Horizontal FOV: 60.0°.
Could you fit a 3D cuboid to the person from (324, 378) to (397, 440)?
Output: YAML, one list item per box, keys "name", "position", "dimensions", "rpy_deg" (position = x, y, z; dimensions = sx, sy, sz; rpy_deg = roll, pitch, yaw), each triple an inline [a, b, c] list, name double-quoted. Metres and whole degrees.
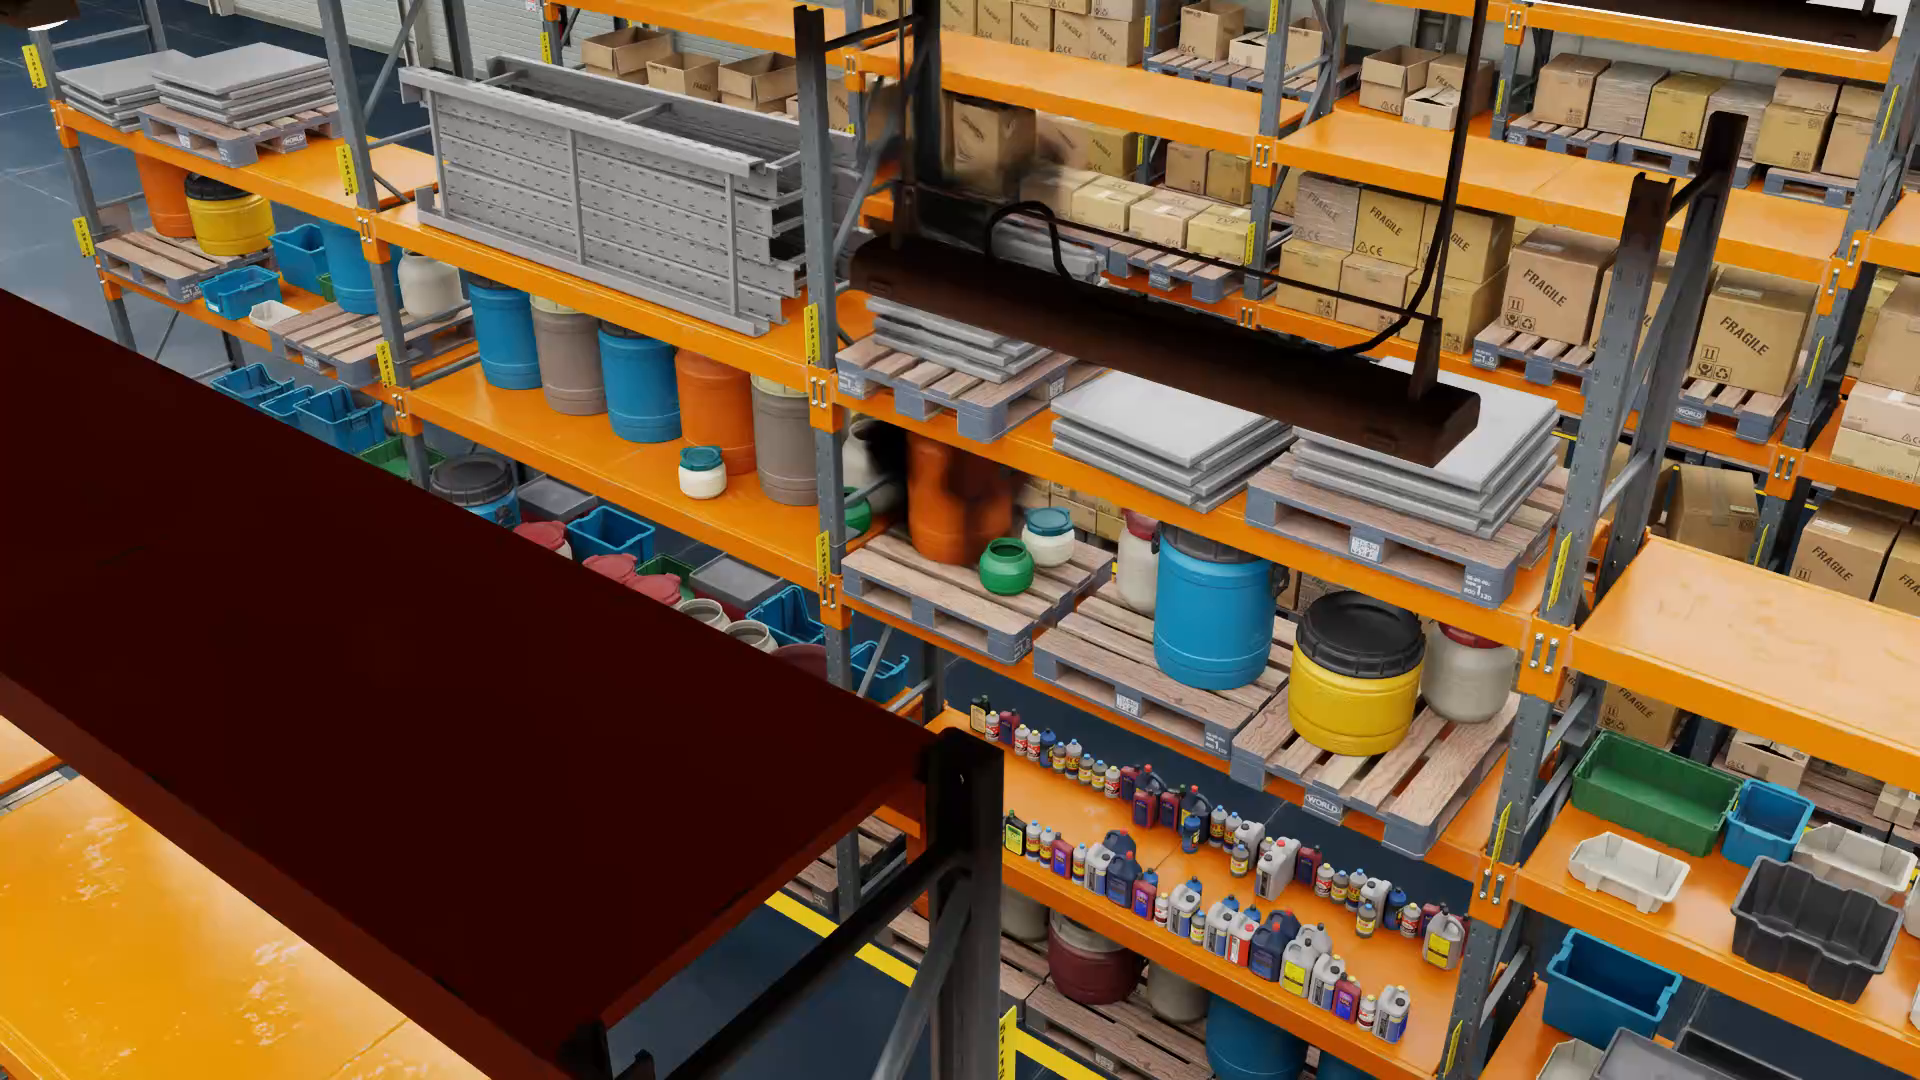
- name: "person"
  position: [-5.858, -1.364, 16.068]
  dimensions: [0.511, 1.516, 0.623]
  rpy_deg: [9, 33, 14]
